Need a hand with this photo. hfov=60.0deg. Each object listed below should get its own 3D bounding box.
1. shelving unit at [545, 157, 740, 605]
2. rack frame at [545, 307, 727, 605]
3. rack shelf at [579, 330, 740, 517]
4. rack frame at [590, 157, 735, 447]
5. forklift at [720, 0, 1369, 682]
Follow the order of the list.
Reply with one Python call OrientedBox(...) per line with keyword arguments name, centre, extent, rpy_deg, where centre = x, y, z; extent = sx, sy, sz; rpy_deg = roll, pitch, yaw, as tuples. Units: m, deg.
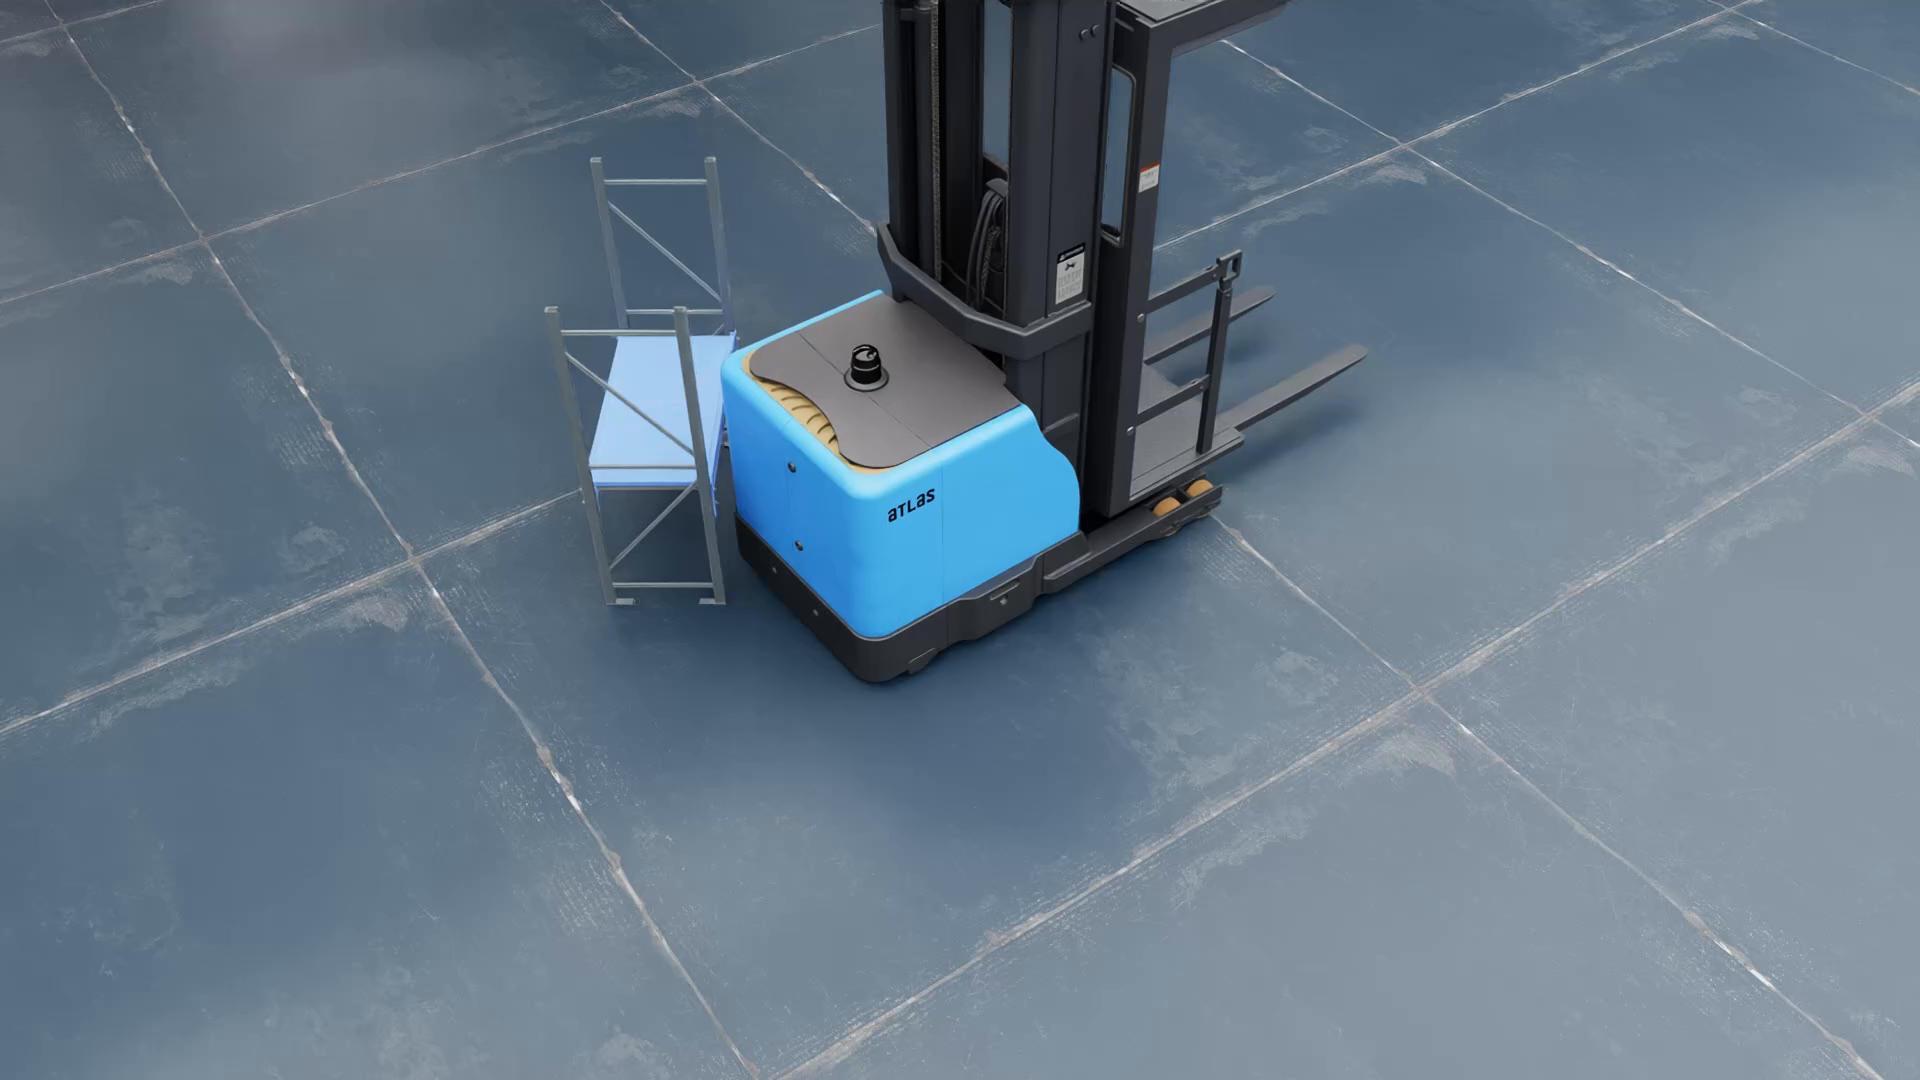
OrientedBox(name="shelving unit", centre=(-1.230, -0.632, 6.816), extent=(0.538, 1.500, 1.048), rpy_deg=(0, 44, 0))
OrientedBox(name="rack frame", centre=(-1.229, -0.281, 6.449), extent=(0.500, 1.500, 0.032), rpy_deg=(0, 44, 0))
OrientedBox(name="rack shelf", centre=(-1.230, -0.501, 6.941), extent=(0.538, 0.185, 1.000), rpy_deg=(0, 44, 0))
OrientedBox(name="rack frame", centre=(-1.231, -0.983, 7.184), extent=(0.500, 1.500, 0.032), rpy_deg=(0, 44, 0))
OrientedBox(name="forklift", centre=(0.533, -1.342, 6.524), extent=(3.031, 2.935, 1.130), rpy_deg=(-28, 50, -26))
